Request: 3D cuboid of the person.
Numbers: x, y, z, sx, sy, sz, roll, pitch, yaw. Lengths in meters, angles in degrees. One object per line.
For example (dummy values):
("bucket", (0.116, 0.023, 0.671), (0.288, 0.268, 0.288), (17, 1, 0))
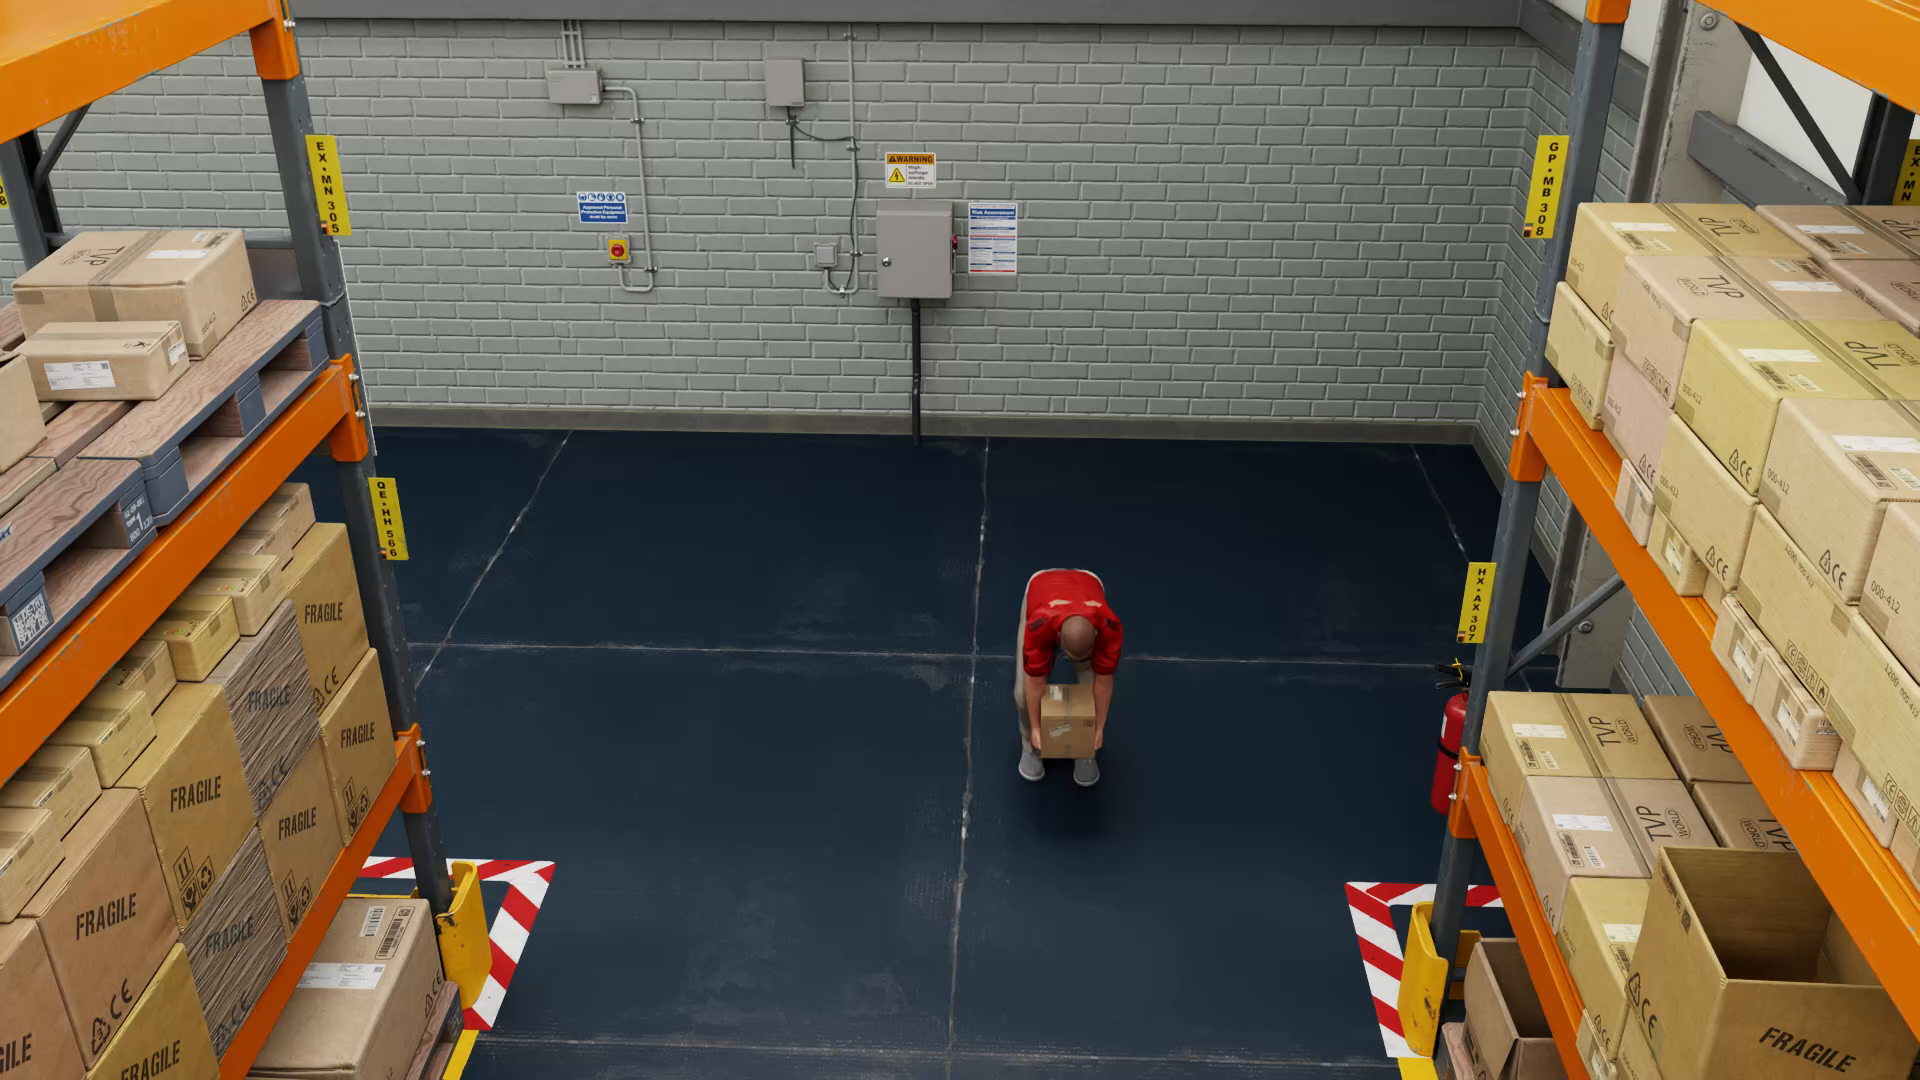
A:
("person", (0.502, 0.700, 7.886), (0.485, 1.198, 0.940), (0, 28, 0))
